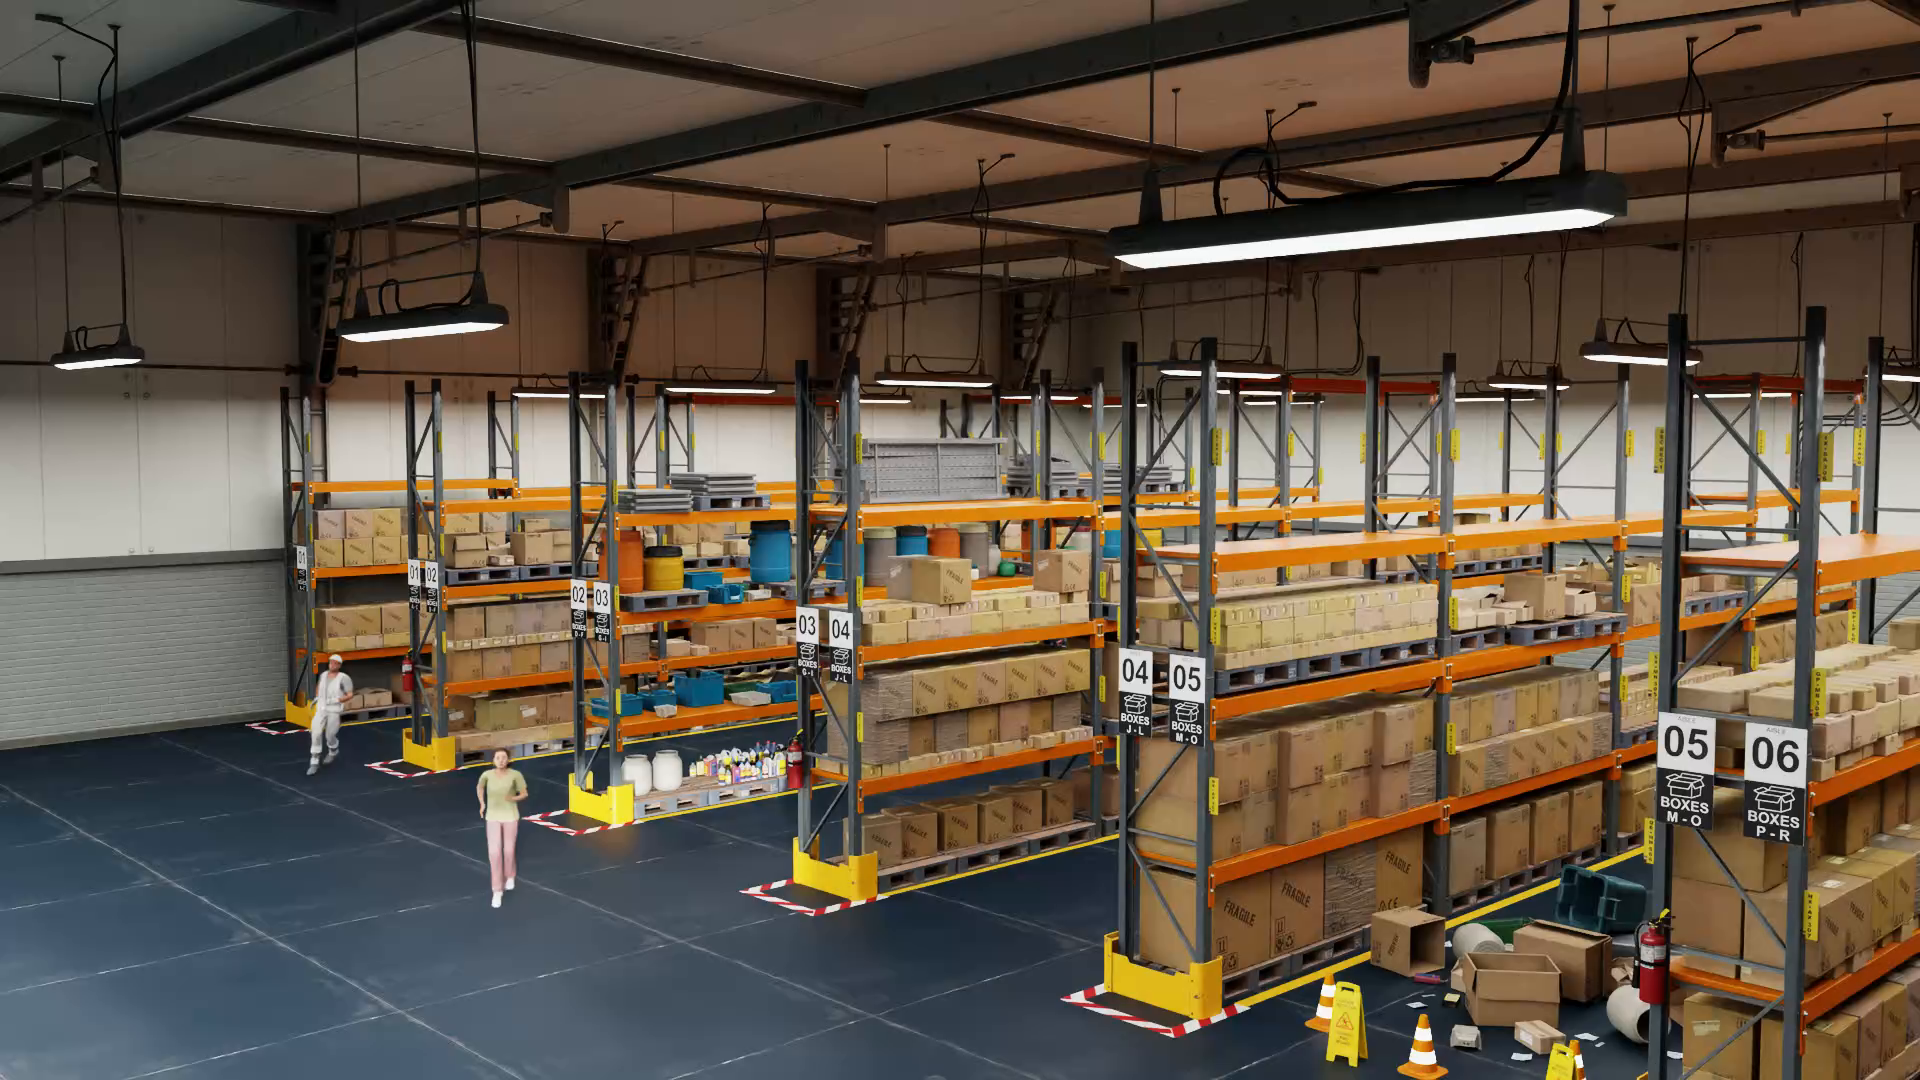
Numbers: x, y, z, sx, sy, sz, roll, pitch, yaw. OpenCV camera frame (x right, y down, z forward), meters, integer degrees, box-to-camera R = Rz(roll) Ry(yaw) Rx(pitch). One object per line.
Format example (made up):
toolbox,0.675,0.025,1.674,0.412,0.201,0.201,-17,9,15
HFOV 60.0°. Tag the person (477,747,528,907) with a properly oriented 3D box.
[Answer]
person,-5.086,3.141,18.497,0.567,1.704,0.800,-1,4,-11

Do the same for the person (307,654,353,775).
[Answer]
person,-9.653,2.637,25.463,0.703,1.768,0.922,0,4,2
